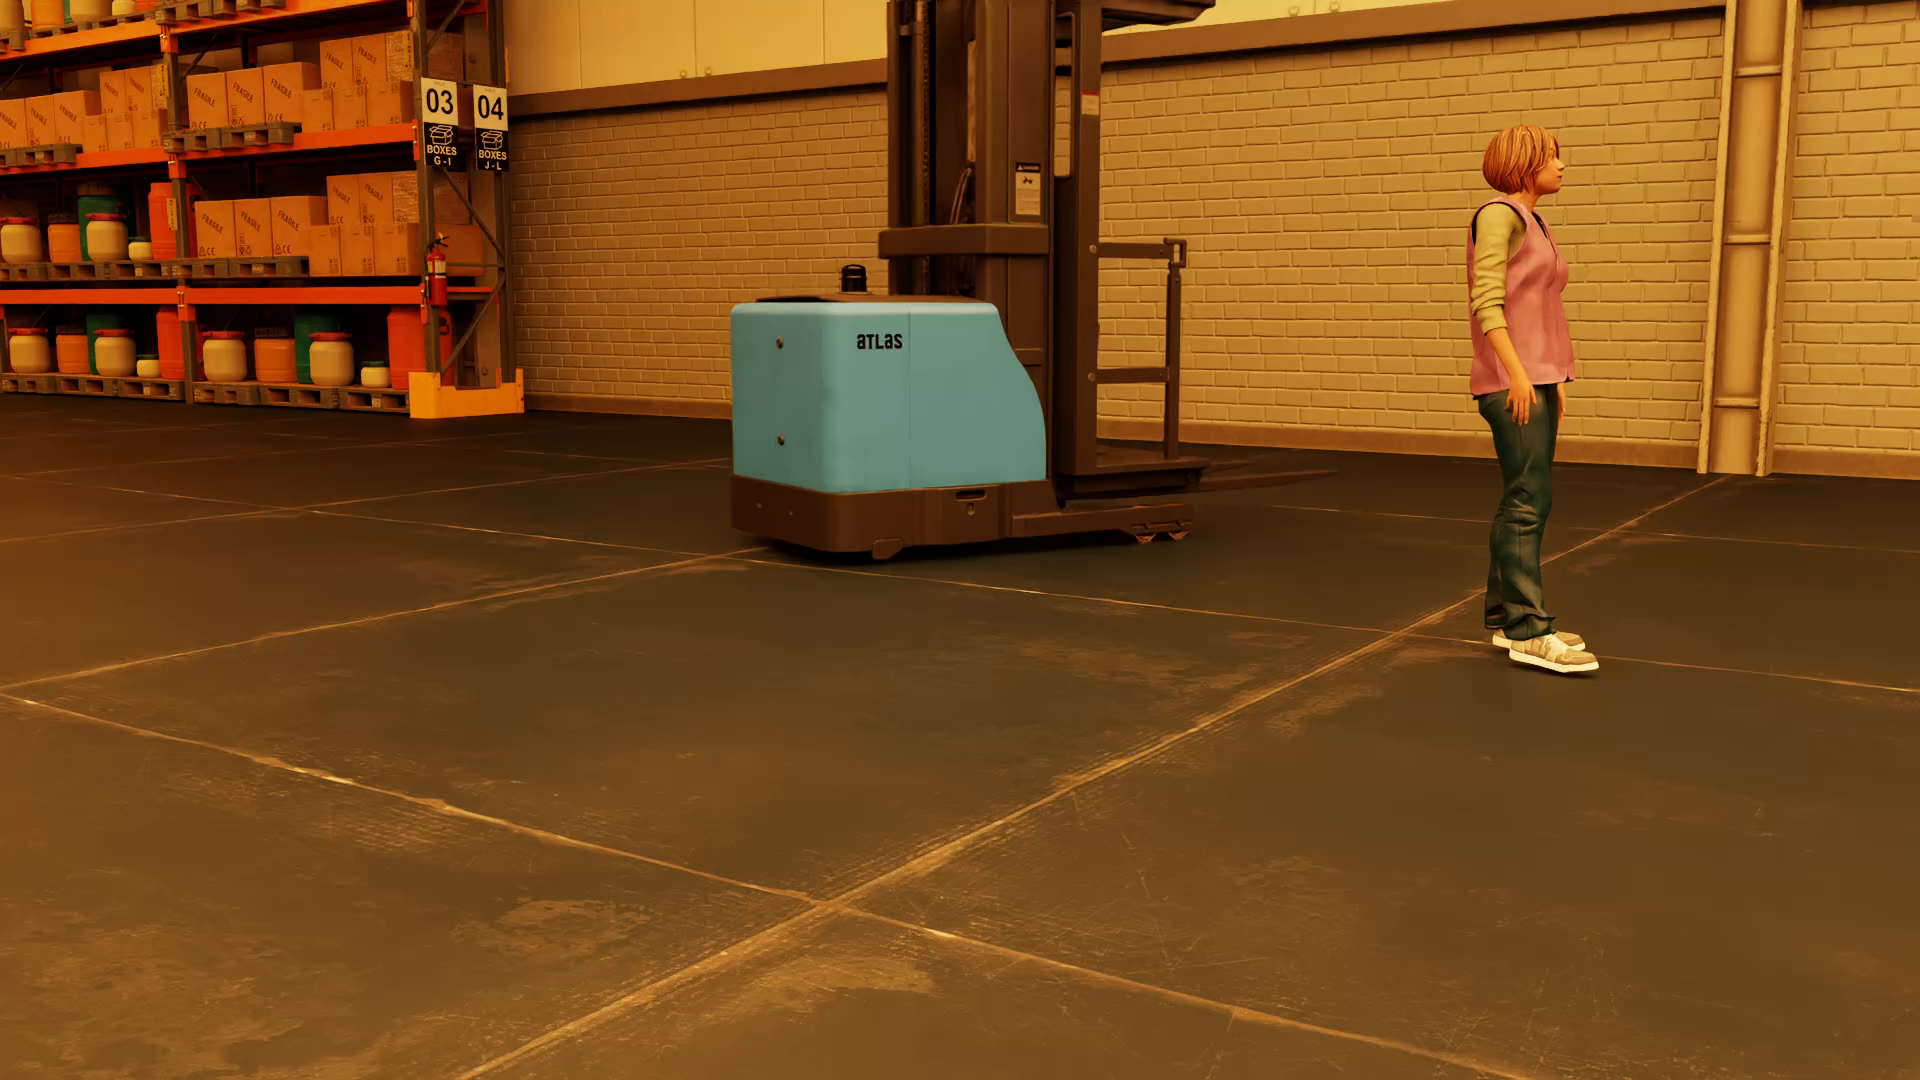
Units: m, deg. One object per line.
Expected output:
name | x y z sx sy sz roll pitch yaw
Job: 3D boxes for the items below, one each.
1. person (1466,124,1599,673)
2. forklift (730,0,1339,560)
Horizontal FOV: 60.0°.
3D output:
person | 1.761 -0.442 4.990 0.475 1.597 0.520 5 10 33
forklift | 0.478 -1.501 7.747 3.031 2.935 1.130 -5 10 -33
